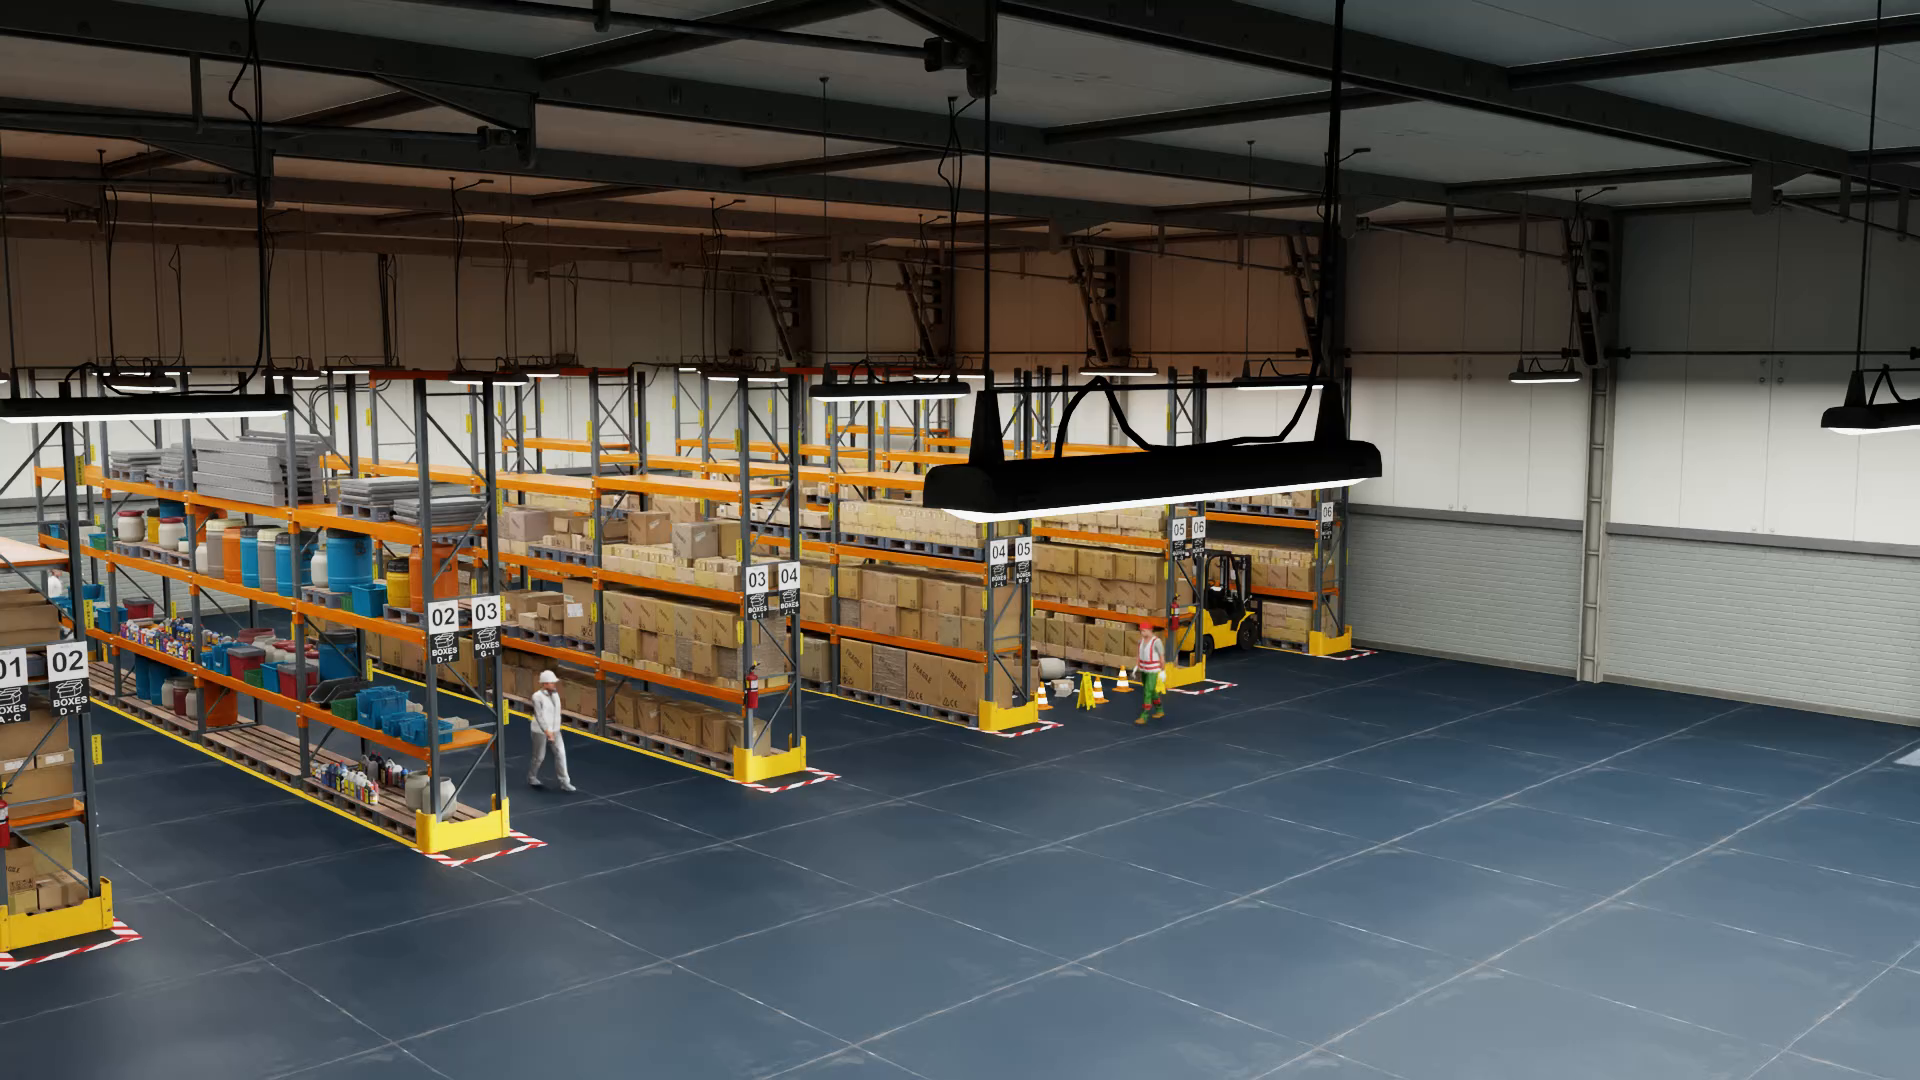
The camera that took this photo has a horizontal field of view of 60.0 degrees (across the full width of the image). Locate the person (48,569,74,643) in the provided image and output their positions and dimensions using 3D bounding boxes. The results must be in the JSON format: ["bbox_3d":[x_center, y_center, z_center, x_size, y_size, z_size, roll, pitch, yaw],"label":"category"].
[{"bbox_3d":[-19.661,1.415,36.047,1.206,1.717,0.580,-3,7,-26],"label":"person"}]

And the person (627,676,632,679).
[{"bbox_3d":[-6.238,1.884,32.348,0.429,1.710,0.558,5,8,40],"label":"person"}]

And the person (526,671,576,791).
[{"bbox_3d":[-5.937,2.745,24.104,0.967,1.717,0.524,5,8,36],"label":"person"}]

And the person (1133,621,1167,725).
[{"bbox_3d":[3.218,2.253,28.482,0.911,1.753,0.566,-5,8,-35],"label":"person"}]
